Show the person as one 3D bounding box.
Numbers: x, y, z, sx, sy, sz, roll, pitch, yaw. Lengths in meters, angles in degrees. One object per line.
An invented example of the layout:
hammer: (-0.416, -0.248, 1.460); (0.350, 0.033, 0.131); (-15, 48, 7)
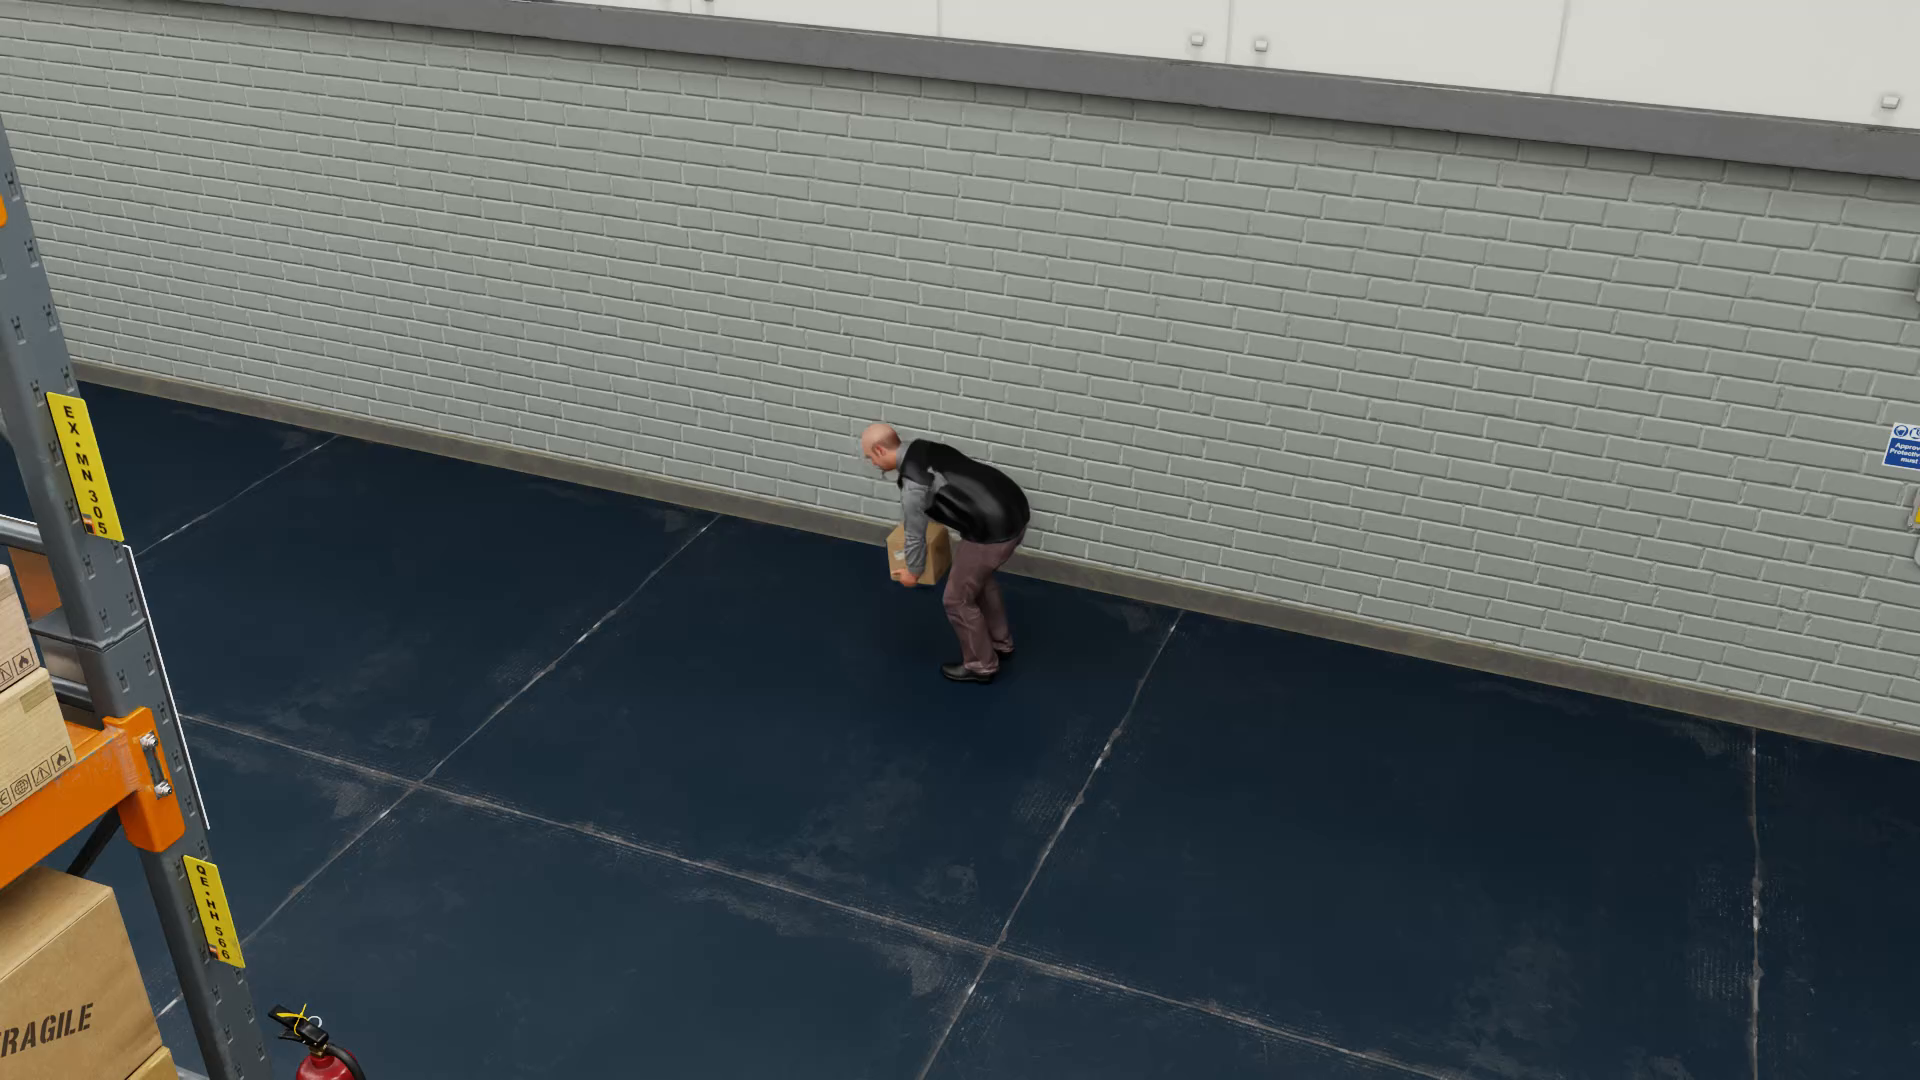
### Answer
person: (-0.088, 0.061, 8.713); (0.888, 1.337, 0.462); (11, 31, 18)
